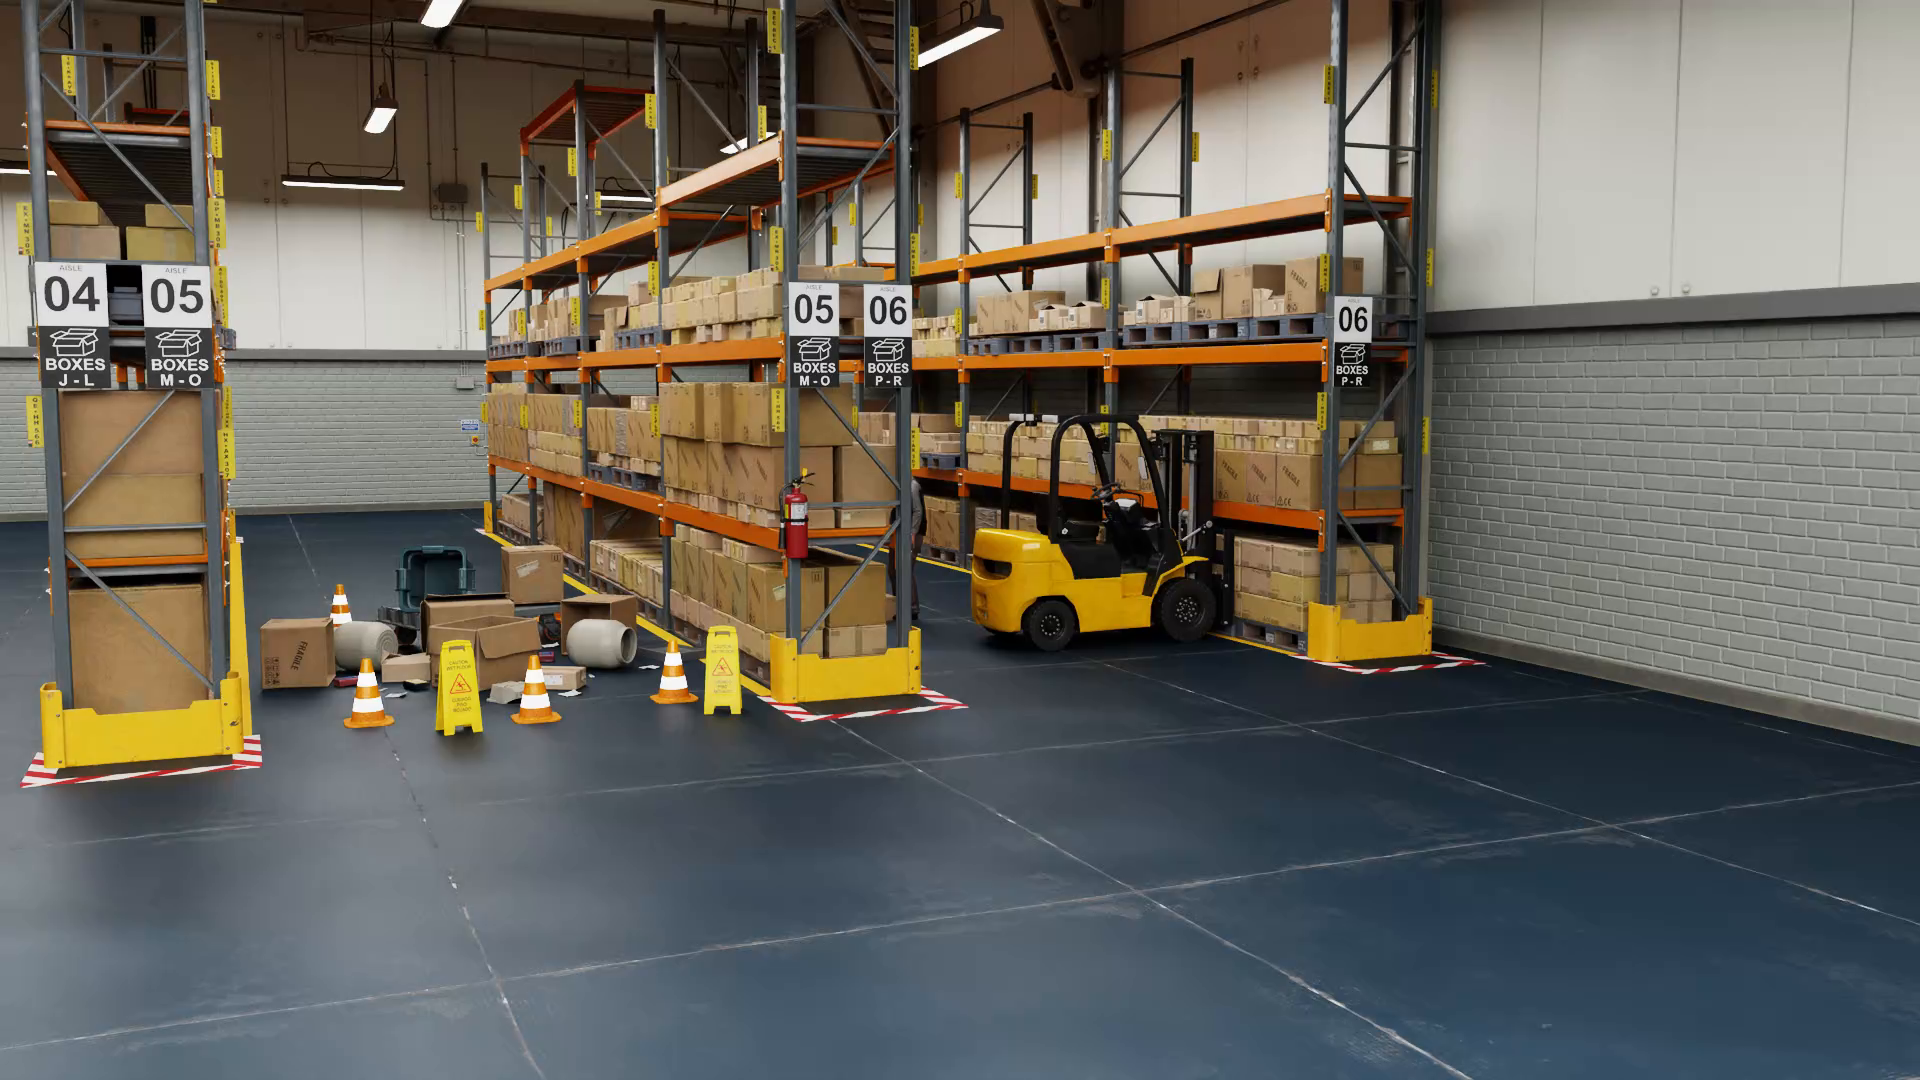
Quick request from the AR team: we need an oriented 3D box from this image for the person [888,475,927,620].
[{"bbox_3d":[-0.566,-0.040,17.300,0.412,1.722,0.591,-3,6,-26],"label":"person"}]
